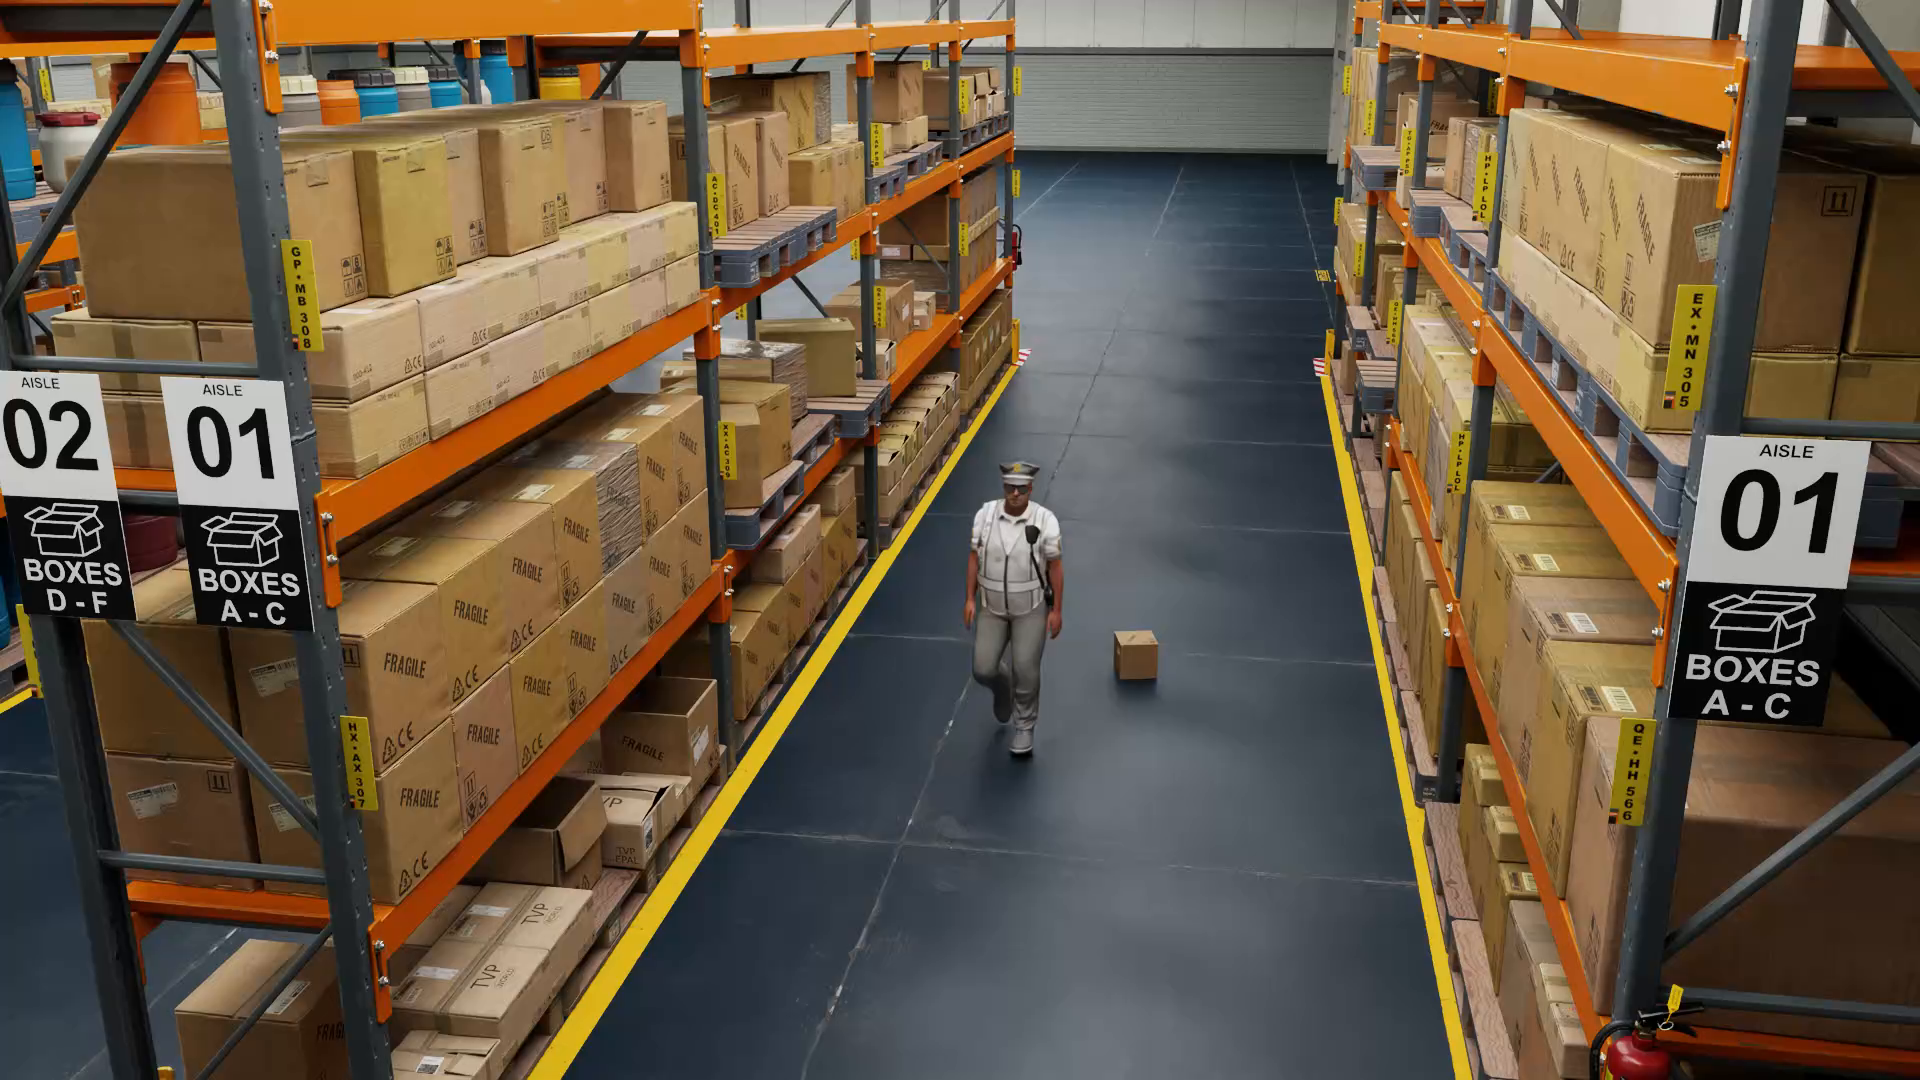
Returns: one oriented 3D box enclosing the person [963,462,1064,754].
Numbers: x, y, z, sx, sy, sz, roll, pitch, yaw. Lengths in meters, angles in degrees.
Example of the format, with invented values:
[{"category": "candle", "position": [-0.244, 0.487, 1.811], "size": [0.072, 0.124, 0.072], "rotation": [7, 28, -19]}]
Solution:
[{"category": "person", "position": [0.320, 0.356, 9.827], "size": [0.597, 1.761, 0.534], "rotation": [4, 18, 13]}]
